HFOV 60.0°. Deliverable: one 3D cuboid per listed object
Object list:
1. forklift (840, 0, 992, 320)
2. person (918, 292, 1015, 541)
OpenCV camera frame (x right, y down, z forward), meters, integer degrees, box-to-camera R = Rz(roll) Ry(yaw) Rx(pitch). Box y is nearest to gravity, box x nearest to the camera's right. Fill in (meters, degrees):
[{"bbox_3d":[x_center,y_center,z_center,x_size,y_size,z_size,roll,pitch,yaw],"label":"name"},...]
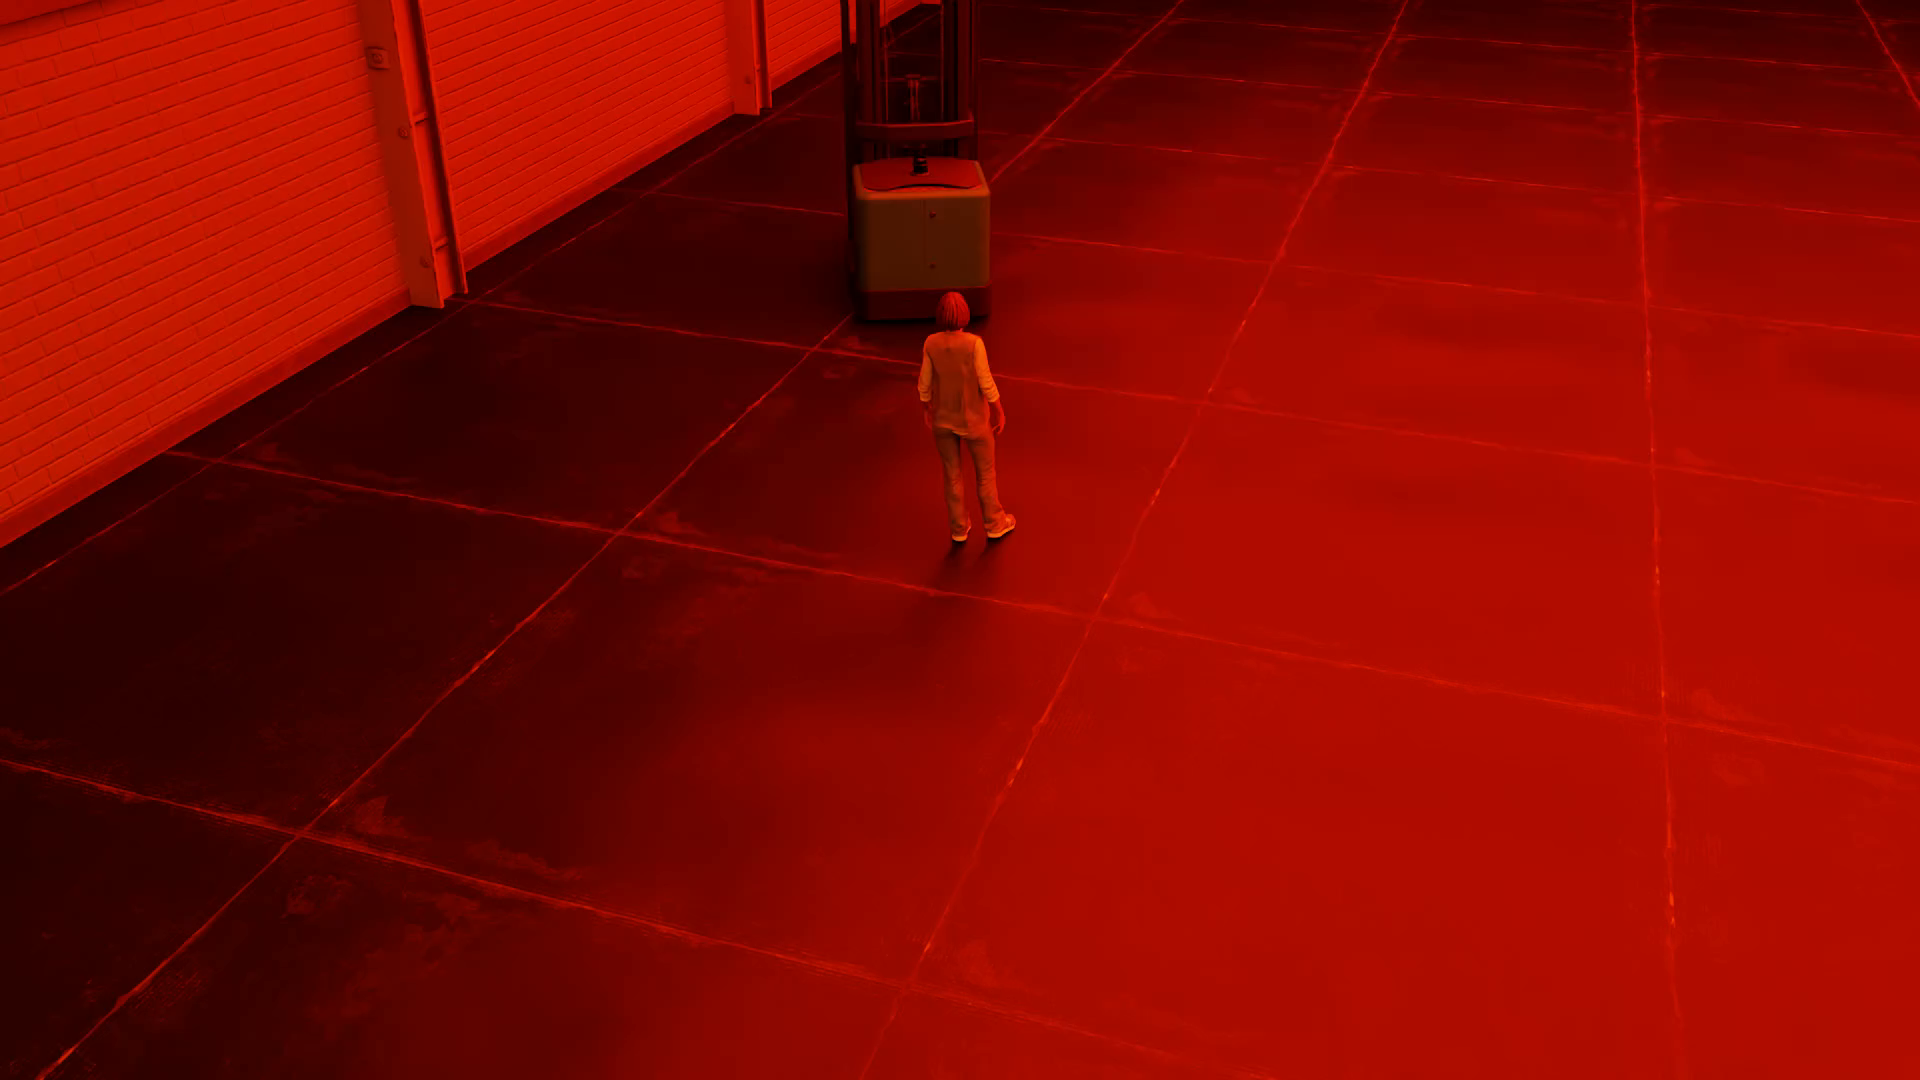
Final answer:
[{"bbox_3d":[-0.420,-3.690,13.610,1.130,2.935,3.031,-3,30,-5],"label":"forklift"},{"bbox_3d":[0.037,-0.732,9.753,0.520,1.597,0.475,10,31,16],"label":"person"}]
